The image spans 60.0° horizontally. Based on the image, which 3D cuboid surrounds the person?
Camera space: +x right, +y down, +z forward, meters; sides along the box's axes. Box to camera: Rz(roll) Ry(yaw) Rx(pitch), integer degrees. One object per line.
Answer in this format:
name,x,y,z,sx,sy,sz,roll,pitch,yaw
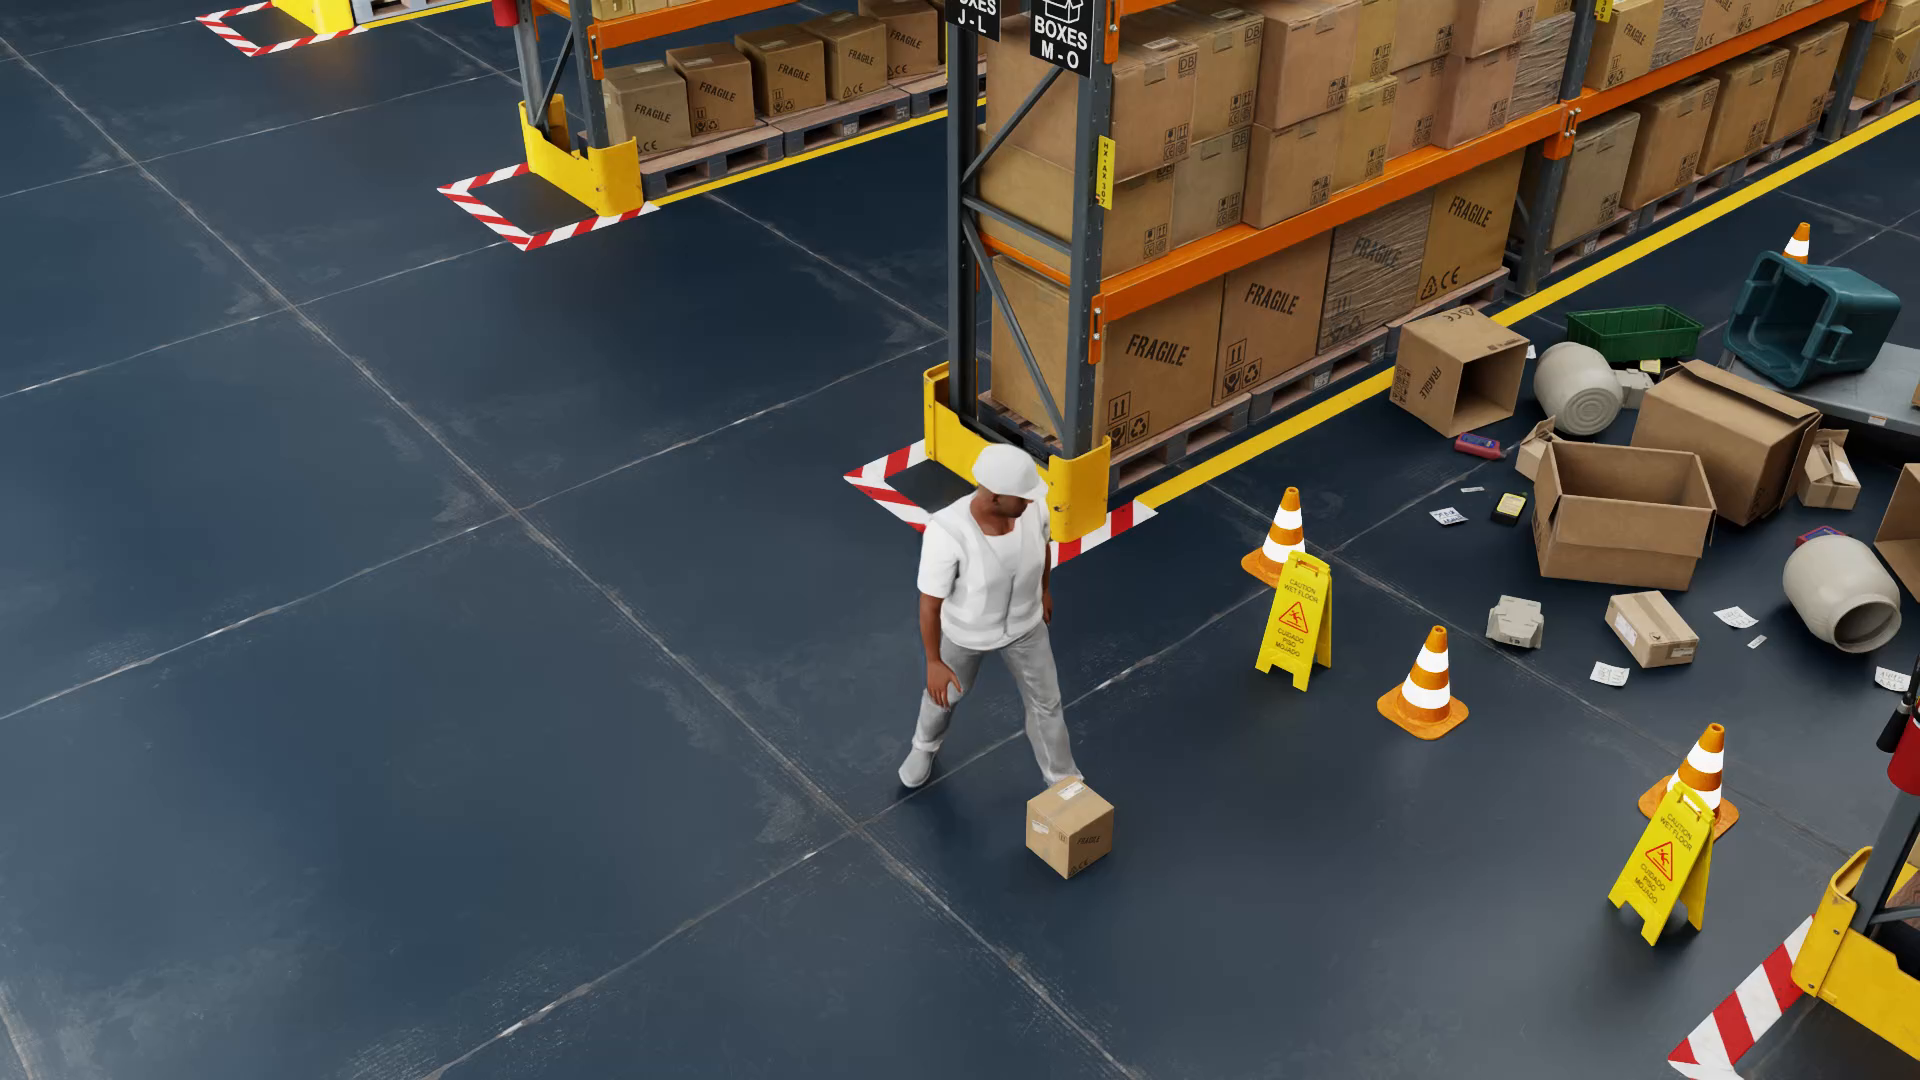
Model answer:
person,0.162,0.364,6.532,0.710,1.727,0.819,-15,38,-19
